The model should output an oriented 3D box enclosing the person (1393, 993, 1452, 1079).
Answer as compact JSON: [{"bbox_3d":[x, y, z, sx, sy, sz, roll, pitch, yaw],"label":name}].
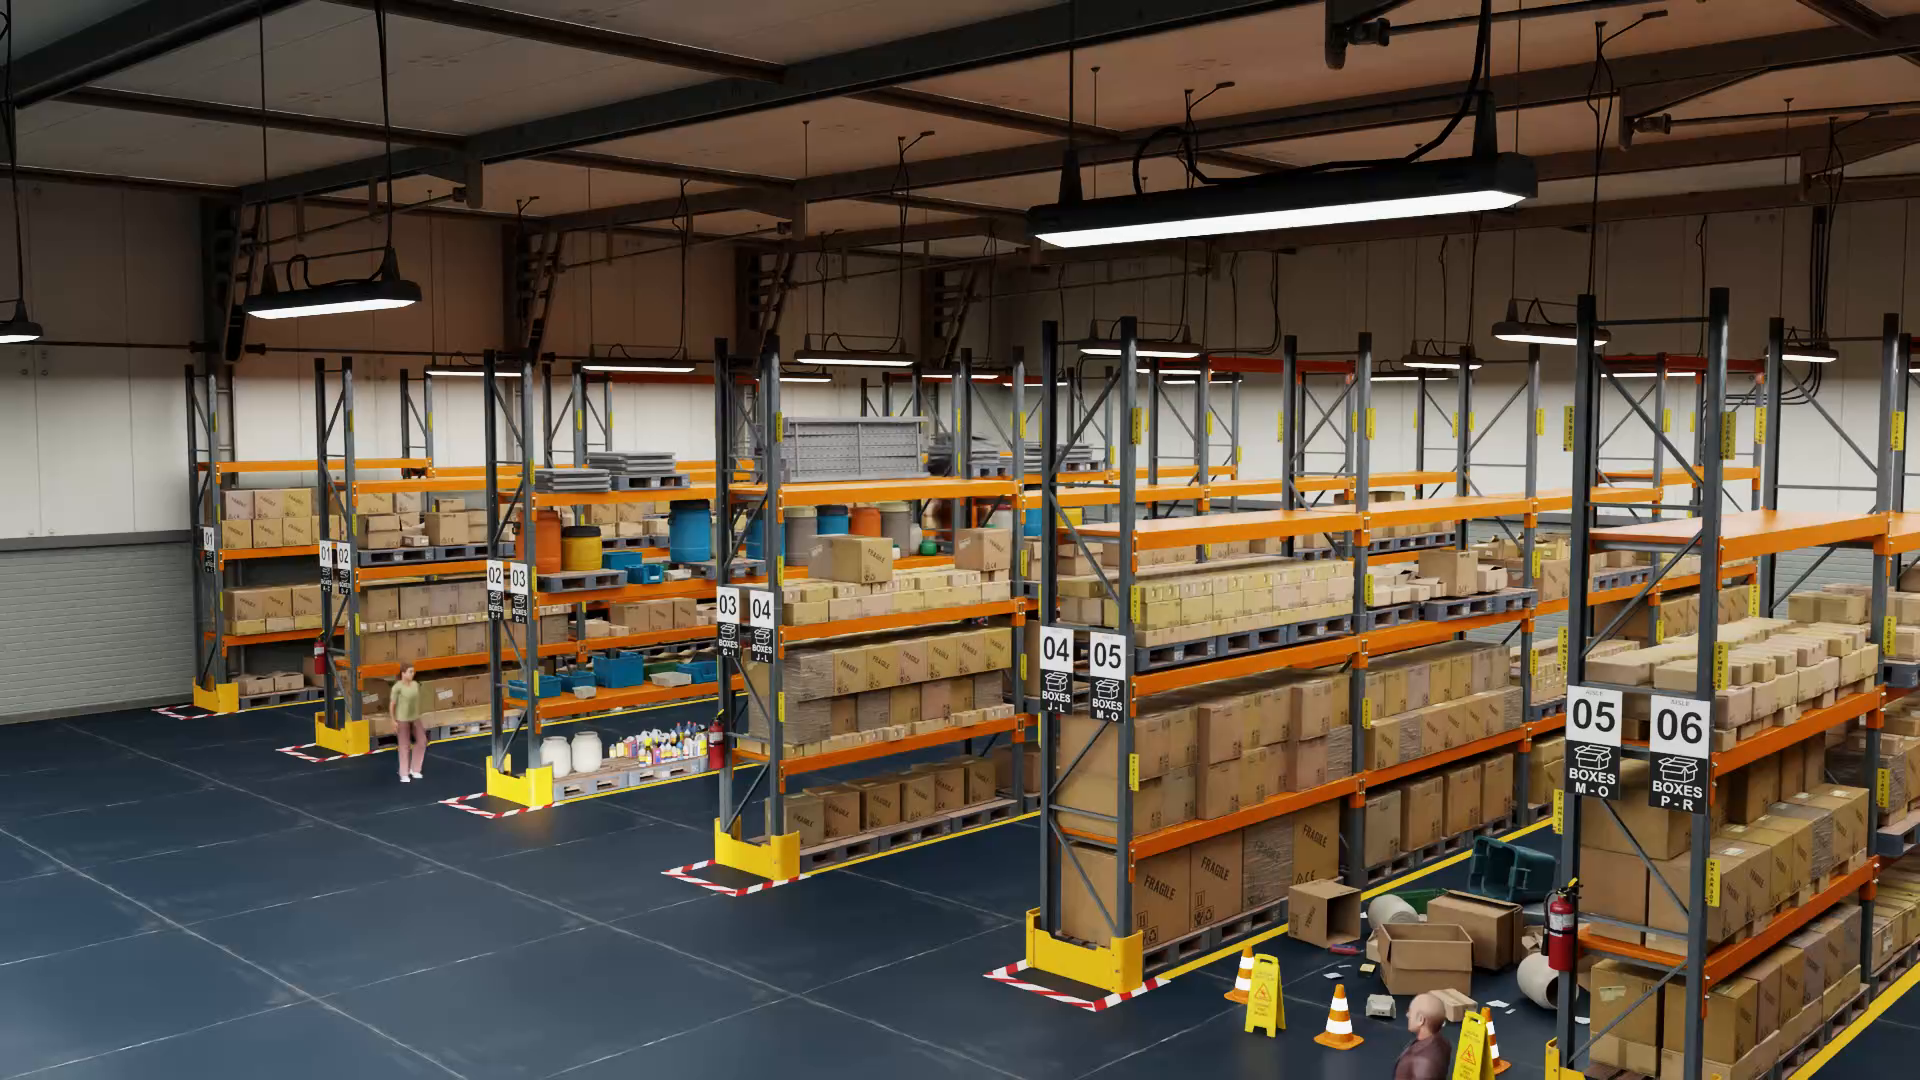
[{"bbox_3d":[2.647,3.522,9.698,0.417,1.786,0.619,1,4,10],"label":"person"}]

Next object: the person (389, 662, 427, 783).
[{"bbox_3d":[-7.761,2.574,23.376,0.362,1.724,0.518,3,5,33],"label":"person"}]
